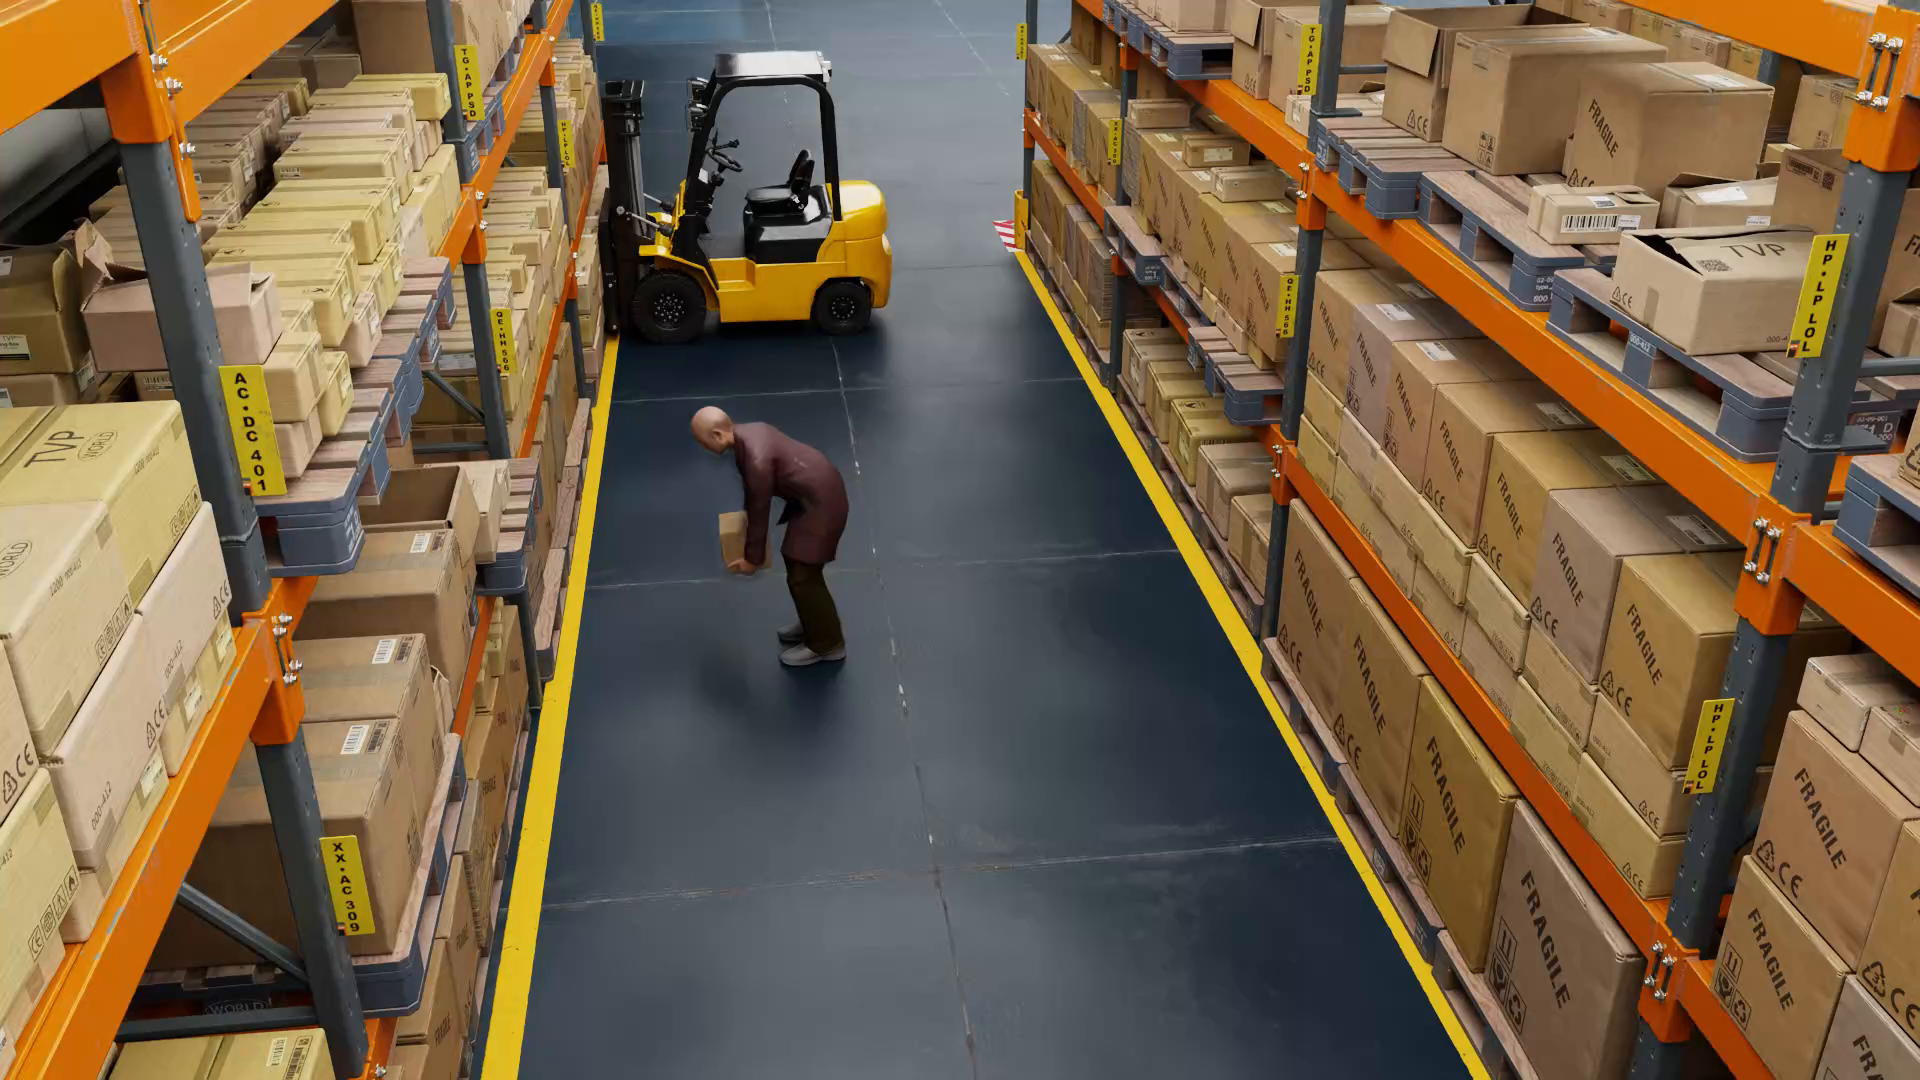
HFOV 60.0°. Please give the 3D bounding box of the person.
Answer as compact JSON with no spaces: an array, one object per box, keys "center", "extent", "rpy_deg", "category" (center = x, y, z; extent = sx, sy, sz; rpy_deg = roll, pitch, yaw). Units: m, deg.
[{"center":[-1.008,-0.047,9.032],"extent":[0.815,1.507,0.549],"rpy_deg":[-4,27,-8],"category":"person"}]
